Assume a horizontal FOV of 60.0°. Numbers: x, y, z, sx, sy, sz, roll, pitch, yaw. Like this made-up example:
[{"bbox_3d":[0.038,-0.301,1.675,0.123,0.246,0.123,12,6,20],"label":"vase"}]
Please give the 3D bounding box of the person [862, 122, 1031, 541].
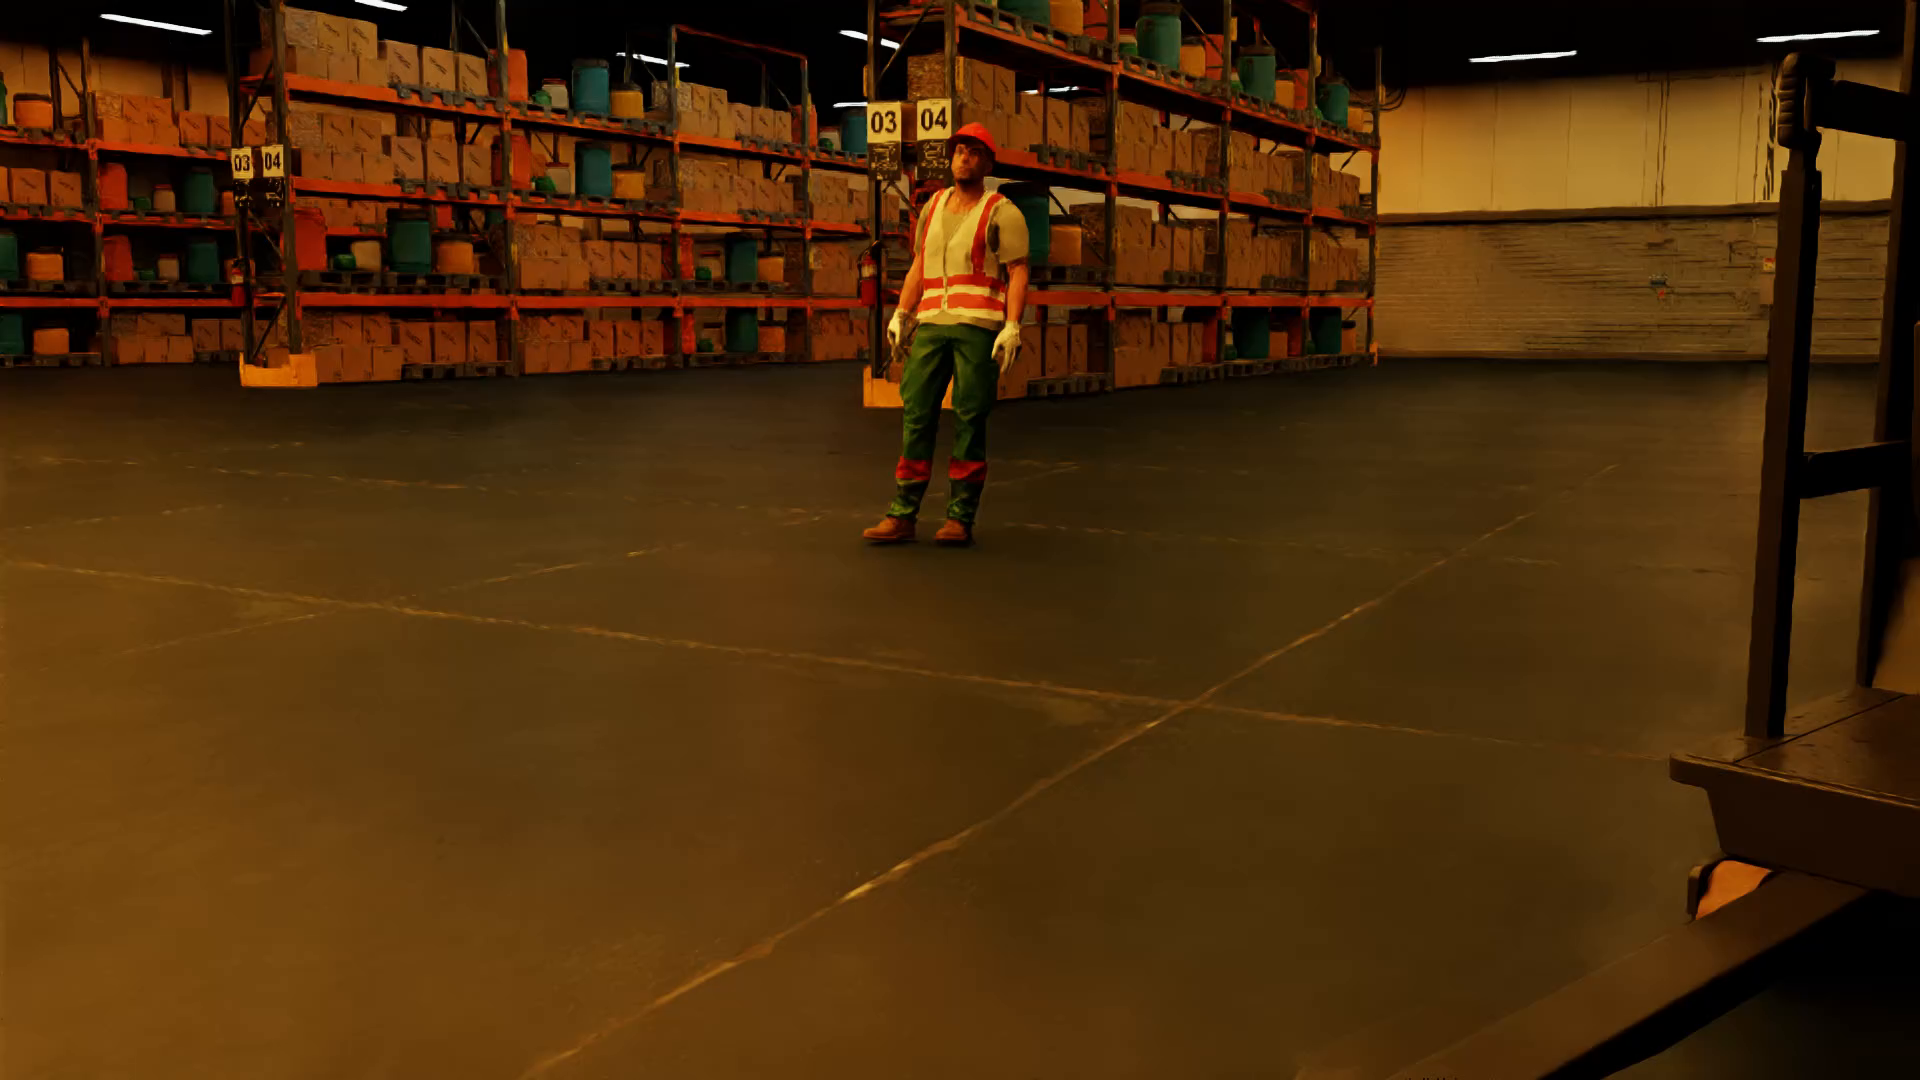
[{"bbox_3d":[-0.048,-0.884,7.126,0.637,1.787,0.563,4,9,29],"label":"person"}]
